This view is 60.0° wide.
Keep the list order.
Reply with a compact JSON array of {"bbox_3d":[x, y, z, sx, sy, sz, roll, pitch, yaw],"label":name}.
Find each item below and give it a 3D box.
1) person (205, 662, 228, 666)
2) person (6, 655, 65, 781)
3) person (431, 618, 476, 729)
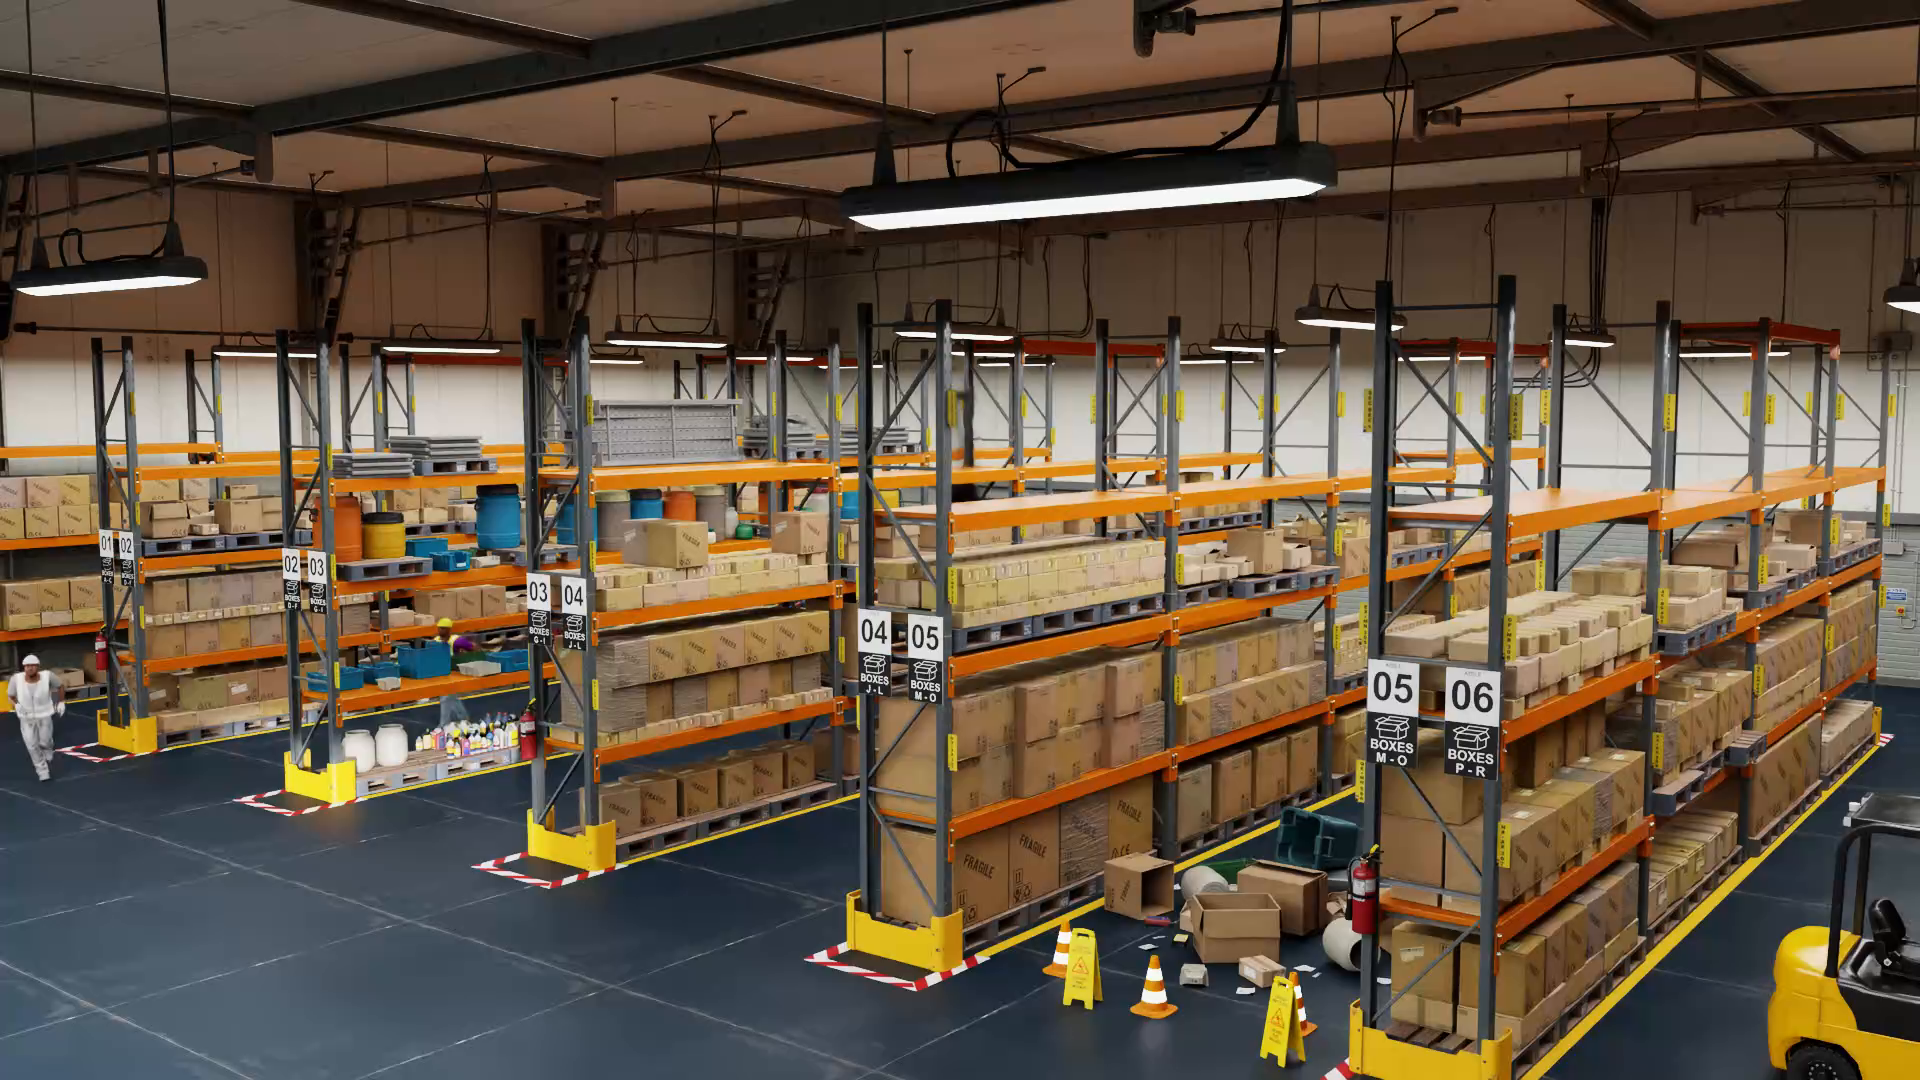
[{"bbox_3d":[-12.355,1.916,27.711,0.658,1.676,0.680,2,5,18],"label":"person"},{"bbox_3d":[-12.413,2.372,22.356,0.670,1.723,0.769,-2,5,-20],"label":"person"},{"bbox_3d":[-7.750,2.071,25.219,0.681,1.802,0.897,2,6,25],"label":"person"}]
